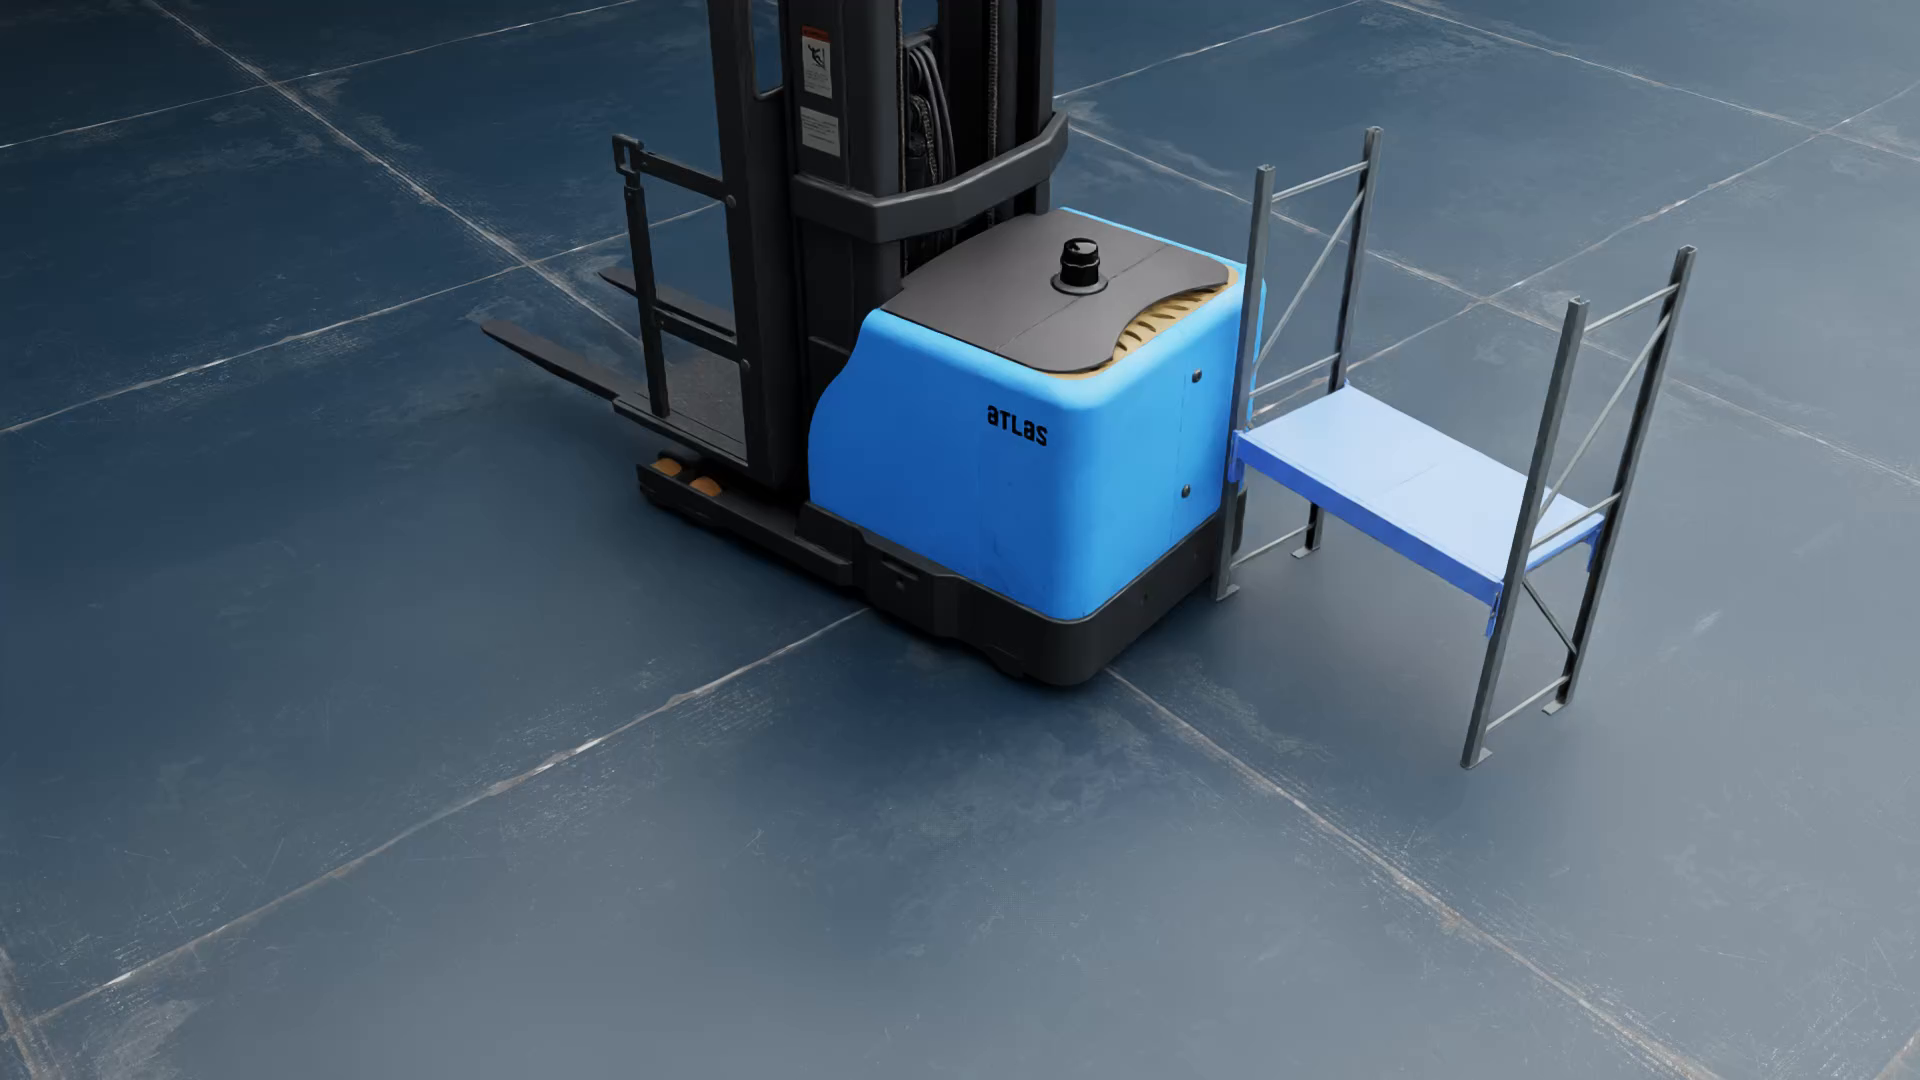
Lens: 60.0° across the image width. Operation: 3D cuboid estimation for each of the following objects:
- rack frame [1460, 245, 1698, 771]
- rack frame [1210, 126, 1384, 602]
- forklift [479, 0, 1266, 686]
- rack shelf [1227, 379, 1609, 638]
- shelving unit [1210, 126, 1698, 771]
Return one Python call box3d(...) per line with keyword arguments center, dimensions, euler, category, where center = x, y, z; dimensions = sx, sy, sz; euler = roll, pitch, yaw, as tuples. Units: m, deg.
box3d(center=(1.657, -0.041, 4.510), dimensions=(0.500, 1.500, 0.032), euler=(-24, 42, -30), category="rack frame")
box3d(center=(1.030, -0.503, 5.163), dimensions=(0.500, 1.500, 0.032), euler=(-24, 42, -30), category="rack frame")
box3d(center=(-0.514, -1.460, 5.276), dimensions=(3.031, 2.935, 1.130), euler=(25, 42, 31), category="forklift")
box3d(center=(1.343, -0.125, 4.940), dimensions=(0.538, 0.185, 1.000), euler=(-24, 42, -30), category="rack shelf")
box3d(center=(1.343, -0.272, 4.836), dimensions=(0.538, 1.500, 1.048), euler=(-24, 42, -30), category="shelving unit")
